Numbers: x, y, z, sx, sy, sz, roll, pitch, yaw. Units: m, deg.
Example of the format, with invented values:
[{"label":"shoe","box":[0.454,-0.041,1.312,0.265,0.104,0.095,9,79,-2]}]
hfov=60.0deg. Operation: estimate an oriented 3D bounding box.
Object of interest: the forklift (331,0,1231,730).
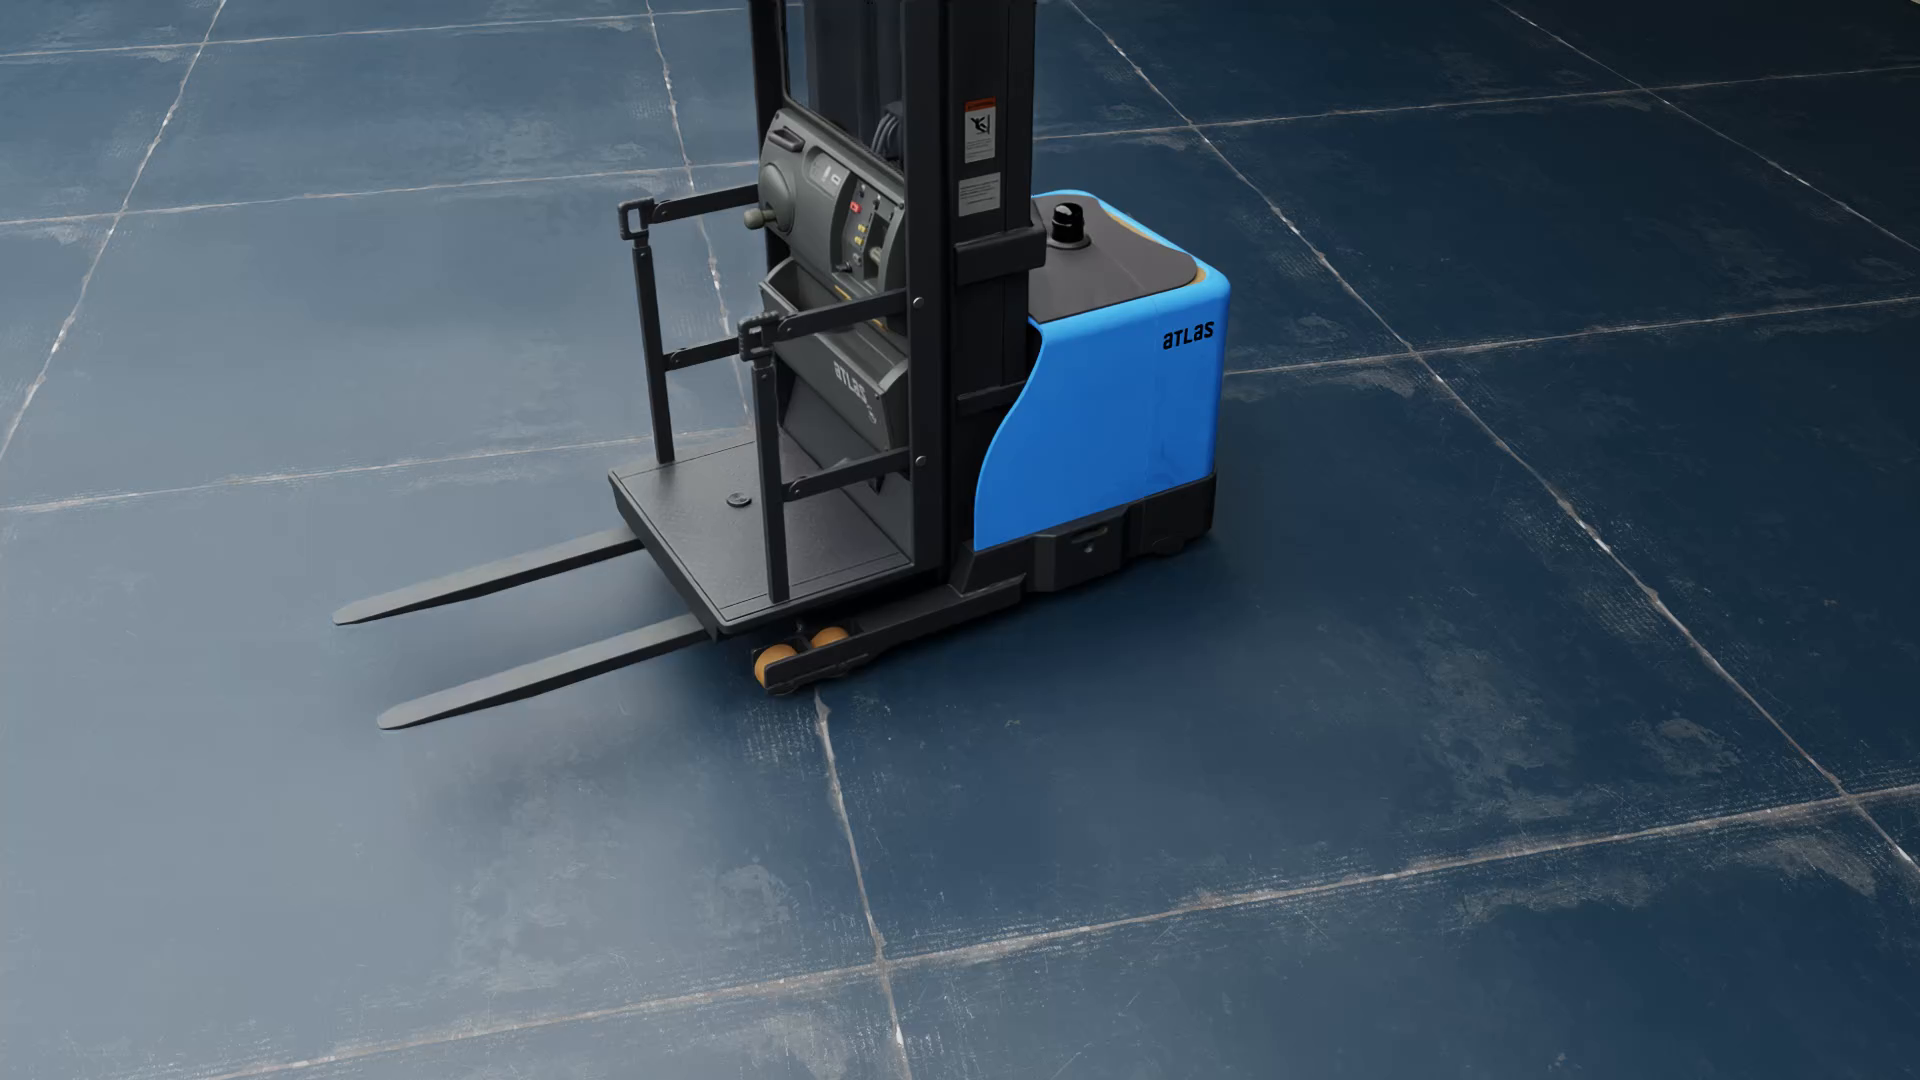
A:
[{"label":"forklift","box":[-0.593,-1.041,5.171,3.031,2.935,1.130,-18,38,-24]}]

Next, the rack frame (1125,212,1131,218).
[{"label":"rack frame","box":[0.574,-0.953,6.862,0.240,0.900,0.006,23,40,30]}]

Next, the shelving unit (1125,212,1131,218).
[{"label":"shelving unit","box":[0.513,-0.908,6.795,0.258,0.900,0.210,23,40,30]}]
